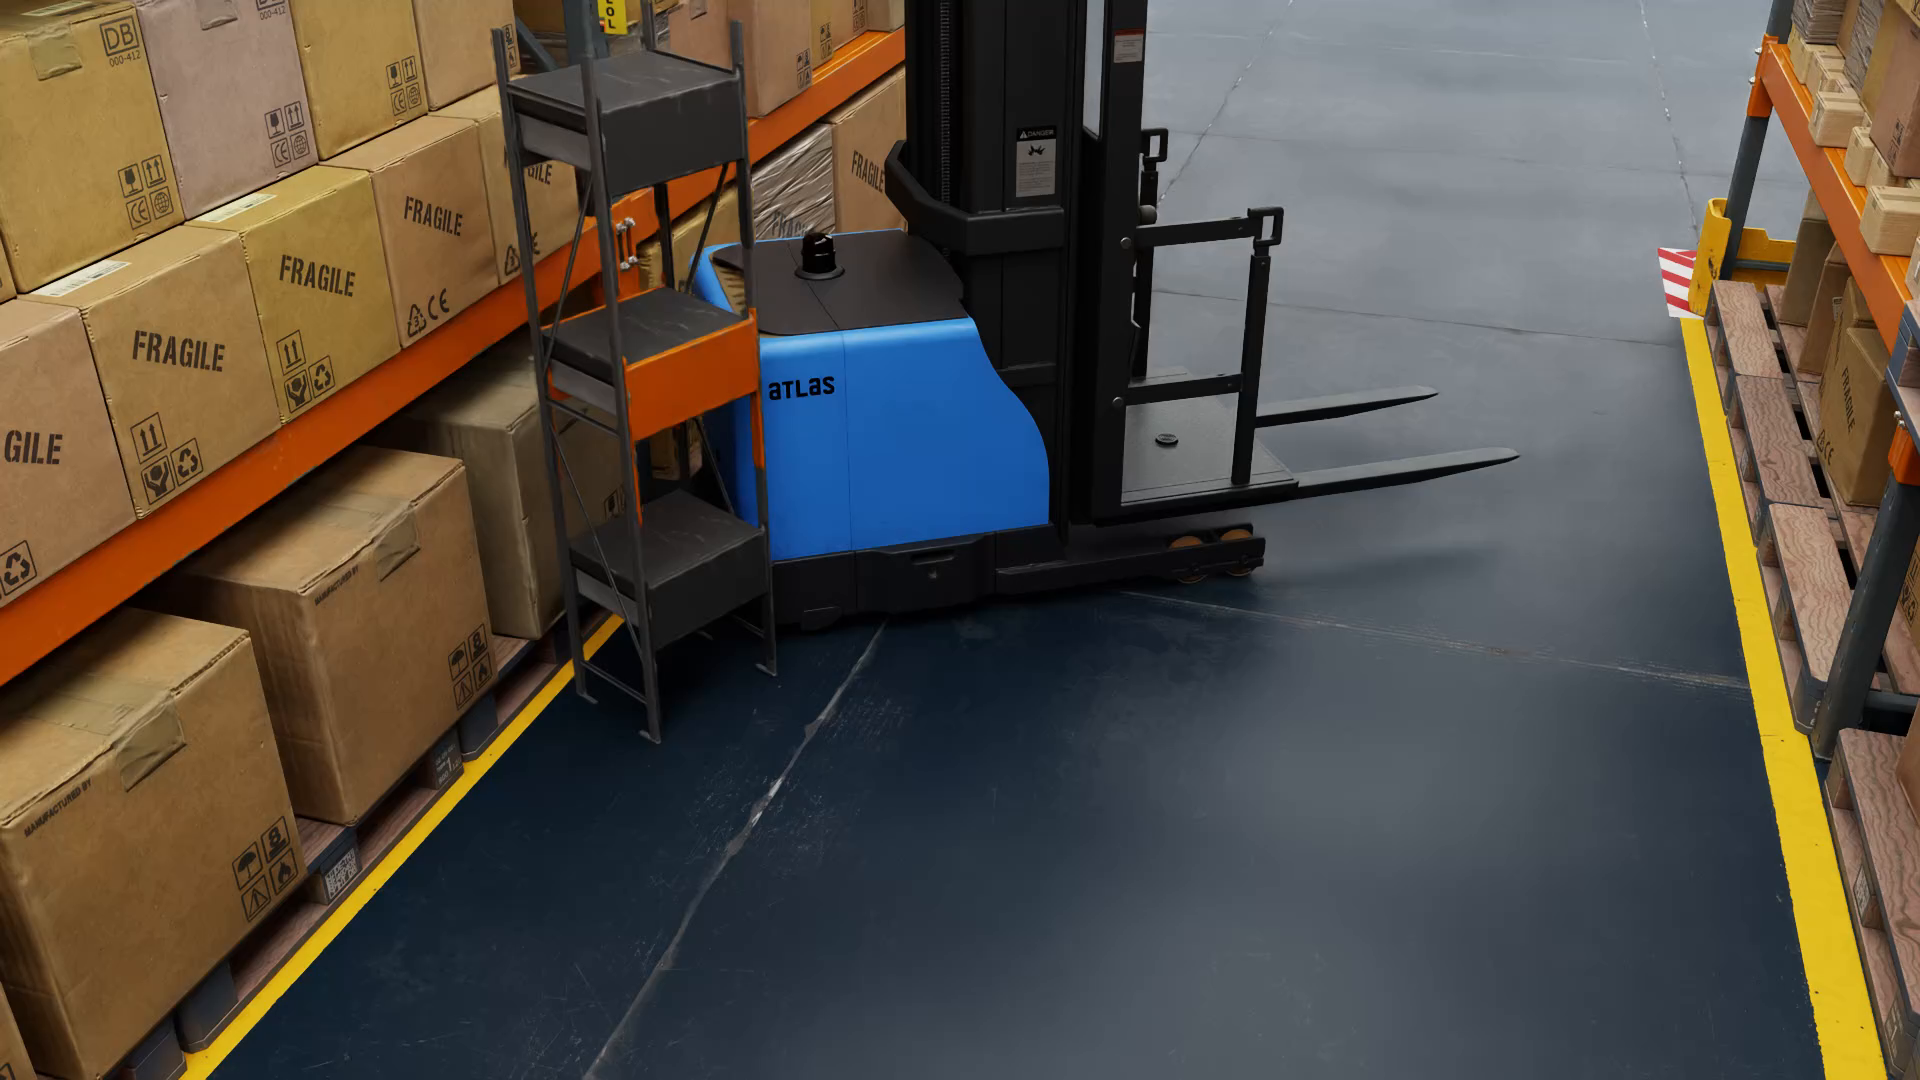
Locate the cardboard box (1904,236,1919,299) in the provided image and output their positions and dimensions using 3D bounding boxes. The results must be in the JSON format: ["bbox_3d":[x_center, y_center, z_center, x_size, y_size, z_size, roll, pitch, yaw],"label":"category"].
[{"bbox_3d":[2.953,-0.745,4.762,0.380,0.149,0.250,8,30,15],"label":"cardboard box"}]

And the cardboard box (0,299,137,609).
[{"bbox_3d":[-2.112,-0.179,3.383,0.500,0.500,0.500,8,30,15],"label":"cardboard box"}]

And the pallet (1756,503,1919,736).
[{"bbox_3d":[3.252,0.303,5.487,1.003,0.211,1.213,8,30,15],"label":"pallet"}]

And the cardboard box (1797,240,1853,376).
[{"bbox_3d":[3.921,-0.978,7.061,0.500,0.500,0.500,17,33,28],"label":"cardboard box"}]

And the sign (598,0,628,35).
[{"bbox_3d":[-1.101,-1.751,5.203,0.100,0.325,0.005,8,30,15],"label":"sign"}]

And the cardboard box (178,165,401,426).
[{"bbox_3d":[-1.817,-0.646,4.223,0.500,0.500,0.500,9,30,15],"label":"cardboard box"}]

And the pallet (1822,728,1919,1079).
[{"bbox_3d":[2.862,0.983,4.266,1.003,0.211,1.213,8,30,15],"label":"pallet"}]

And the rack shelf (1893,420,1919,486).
[{"bbox_3d":[2.502,0.646,2.743,1.077,0.370,4.000,8,30,15],"label":"rack shelf"}]

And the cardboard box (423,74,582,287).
[{"bbox_3d":[-1.521,-1.116,5.067,0.500,0.500,0.500,8,30,15],"label":"cardboard box"}]

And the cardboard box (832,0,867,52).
[{"bbox_3d":[-0.940,-2.597,7.679,0.875,0.550,0.550,8,30,15],"label":"cardboard box"}]

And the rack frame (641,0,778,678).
[{"bbox_3d":[-0.739,-0.525,5.010,0.400,2.100,0.015,25,38,34],"label":"rack frame"}]

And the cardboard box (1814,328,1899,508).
[{"bbox_3d":[3.512,-0.436,6.088,0.500,0.500,0.500,6,30,10],"label":"cardboard box"}]

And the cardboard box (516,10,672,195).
[{"bbox_3d":[-1.526,-1.591,5.871,0.875,0.550,0.550,8,30,15],"label":"cardboard box"}]

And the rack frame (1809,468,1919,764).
[{"bbox_3d":[3.089,-0.598,4.239,1.000,3.000,0.127,8,30,15],"label":"rack frame"}]

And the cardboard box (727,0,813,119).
[{"bbox_3d":[-1.115,-2.084,6.757,0.875,0.550,0.550,8,30,15],"label":"cardboard box"}]

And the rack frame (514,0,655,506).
[{"bbox_3d":[-1.623,-1.353,5.596,1.000,3.000,0.127,8,30,15],"label":"rack frame"}]

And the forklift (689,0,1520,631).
[{"bbox_3d":[0.600,-1.364,5.686,3.031,2.935,1.130,-8,30,-14],"label":"forklift"}]

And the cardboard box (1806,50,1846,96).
[{"bbox_3d":[3.718,-1.902,6.842,0.380,0.149,0.250,8,30,15],"label":"cardboard box"}]

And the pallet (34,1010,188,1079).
[{"bbox_3d":[-2.494,1.369,3.572,1.003,0.211,1.213,8,30,15],"label":"pallet"}]

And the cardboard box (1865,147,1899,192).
[{"bbox_3d":[3.285,-1.204,5.587,0.380,0.149,0.250,8,30,15],"label":"cardboard box"}]

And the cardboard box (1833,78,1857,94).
[{"bbox_3d":[3.591,-1.667,6.419,0.380,0.149,0.250,8,30,15],"label":"cardboard box"}]

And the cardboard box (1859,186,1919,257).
[{"bbox_3d":[3.051,-0.985,5.193,0.380,0.149,0.250,8,30,15],"label":"cardboard box"}]

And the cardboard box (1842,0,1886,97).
[{"bbox_3d":[3.855,-1.903,6.177,0.875,0.500,0.500,8,30,15],"label":"cardboard box"}]

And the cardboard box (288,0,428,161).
[{"bbox_3d":[-1.912,-1.362,4.482,0.700,0.500,0.500,8,30,14],"label":"cardboard box"}]

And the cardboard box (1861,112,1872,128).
[{"bbox_3d":[3.472,-1.430,5.994,0.380,0.149,0.250,8,30,15],"label":"cardboard box"}]

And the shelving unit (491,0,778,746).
[{"bbox_3d":[-0.900,-0.433,4.851,0.431,2.100,0.503,25,38,34],"label":"shelving unit"}]

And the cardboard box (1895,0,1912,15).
[{"bbox_3d":[3.251,-1.922,5.182,0.500,0.500,0.500,8,30,15],"label":"cardboard box"}]

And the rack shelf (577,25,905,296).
[{"bbox_3d":[-1.036,-1.968,7.442,1.077,0.370,4.000,8,30,15],"label":"rack shelf"}]

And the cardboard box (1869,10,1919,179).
[{"bbox_3d":[3.511,-1.446,5.355,0.875,0.500,0.500,8,30,15],"label":"cardboard box"}]

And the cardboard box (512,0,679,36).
[{"bbox_3d":[-1.482,-2.057,5.596,0.875,0.550,0.550,8,30,15],"label":"cardboard box"}]

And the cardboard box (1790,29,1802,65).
[{"bbox_3d":[3.860,-2.135,7.261,0.380,0.149,0.250,8,30,15],"label":"cardboard box"}]

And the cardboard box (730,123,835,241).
[{"bbox_3d":[-1.111,-1.309,7.272,0.875,0.875,0.875,9,30,15],"label":"cardboard box"}]

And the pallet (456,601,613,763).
[{"bbox_3d":[-1.777,0.235,5.610,1.003,0.211,1.213,8,30,15],"label":"pallet"}]

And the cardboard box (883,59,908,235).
[{"bbox_3d":[-0.585,-2.142,8.769,0.875,0.875,0.875,9,30,15],"label":"cardboard box"}]

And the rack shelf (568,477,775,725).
[{"bbox_3d":[-0.909,0.181,5.214,0.431,0.518,0.480,25,38,34],"label":"rack shelf"}]

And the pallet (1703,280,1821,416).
[{"bbox_3d":[3.968,-0.830,7.526,1.003,0.211,1.213,8,30,15],"label":"pallet"}]

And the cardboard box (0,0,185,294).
[{"bbox_3d":[-2.210,-0.893,3.639,0.700,0.500,0.500,8,30,14],"label":"cardboard box"}]

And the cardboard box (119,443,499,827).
[{"bbox_3d":[-2.006,0.196,4.694,1.050,0.750,0.750,8,30,15],"label":"cardboard box"}]

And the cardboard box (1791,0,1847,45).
[{"bbox_3d":[4.075,-2.379,7.032,0.875,0.500,0.500,8,30,15],"label":"cardboard box"}]
